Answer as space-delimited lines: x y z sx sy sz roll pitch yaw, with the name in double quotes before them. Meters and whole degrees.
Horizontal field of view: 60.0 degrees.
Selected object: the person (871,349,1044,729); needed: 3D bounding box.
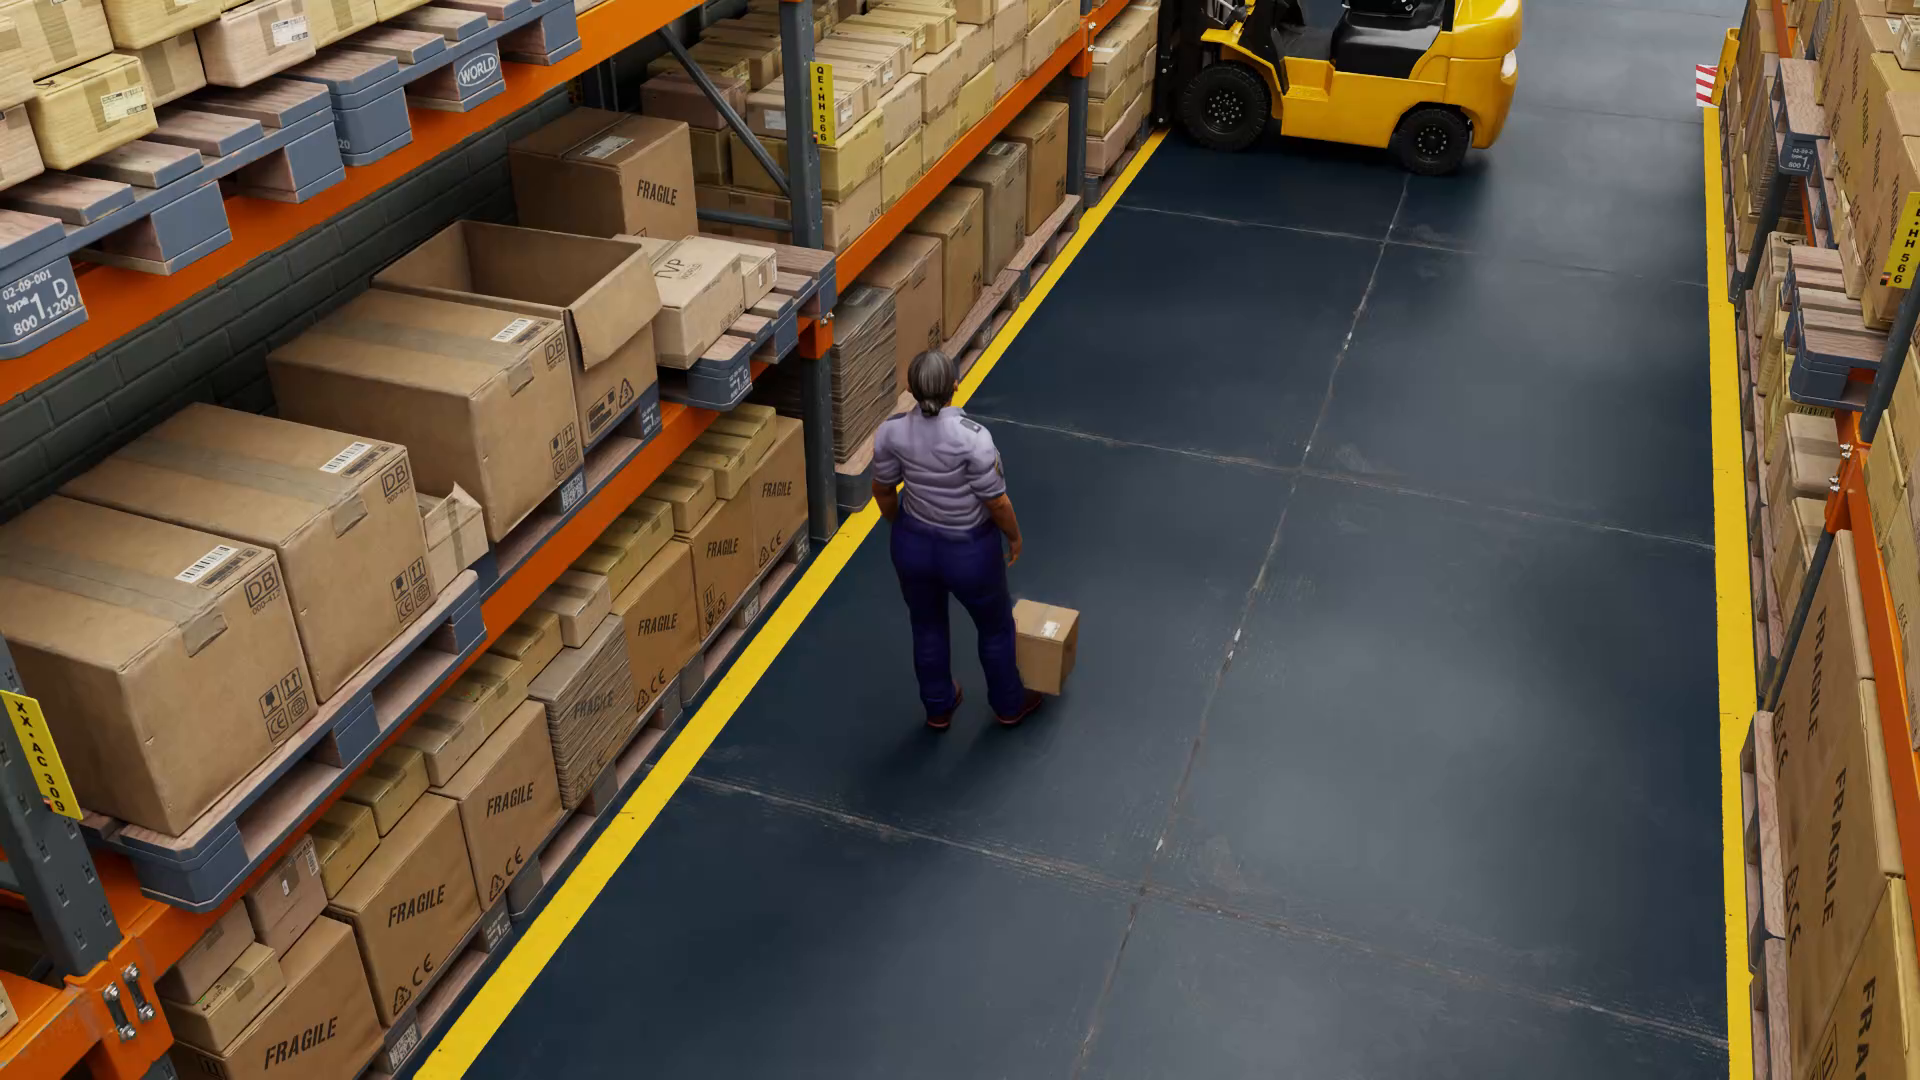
"person" -0.001 -0.009 6.151 0.587 1.650 0.506 11 35 16
